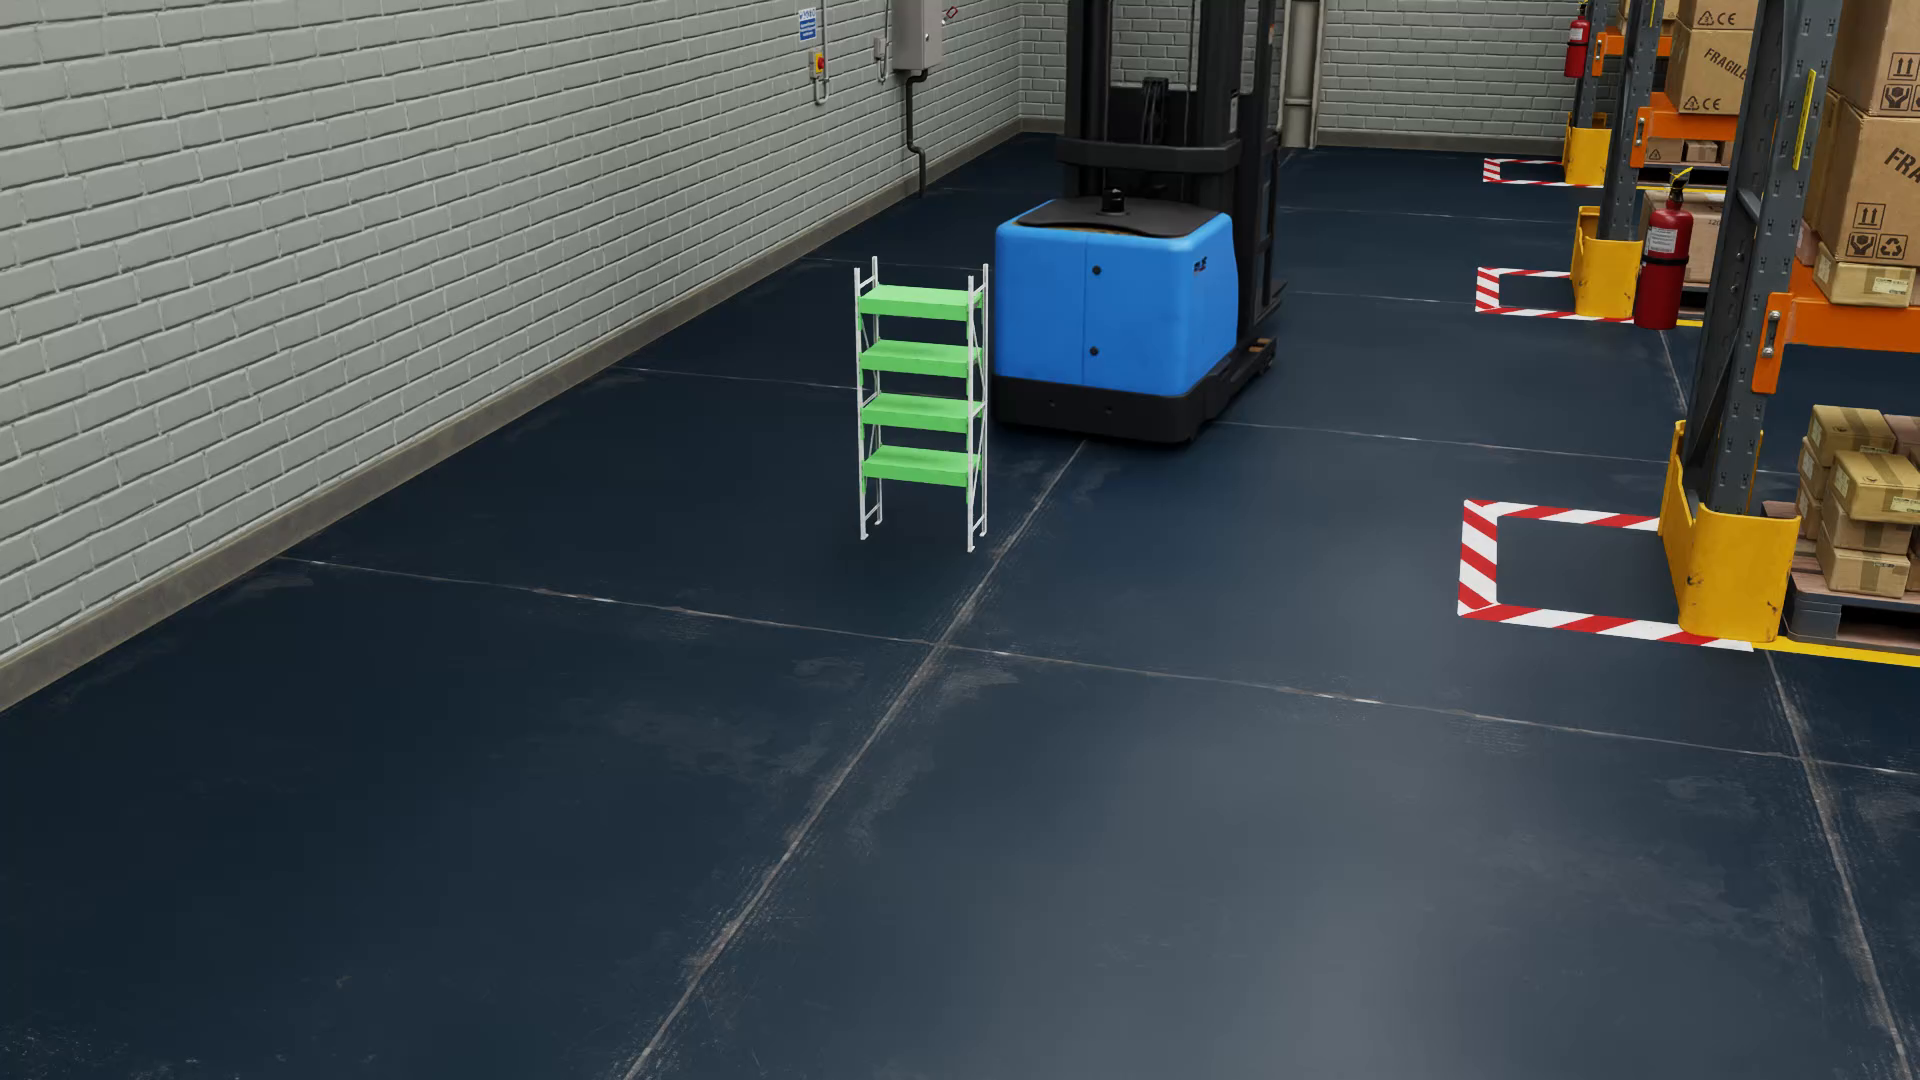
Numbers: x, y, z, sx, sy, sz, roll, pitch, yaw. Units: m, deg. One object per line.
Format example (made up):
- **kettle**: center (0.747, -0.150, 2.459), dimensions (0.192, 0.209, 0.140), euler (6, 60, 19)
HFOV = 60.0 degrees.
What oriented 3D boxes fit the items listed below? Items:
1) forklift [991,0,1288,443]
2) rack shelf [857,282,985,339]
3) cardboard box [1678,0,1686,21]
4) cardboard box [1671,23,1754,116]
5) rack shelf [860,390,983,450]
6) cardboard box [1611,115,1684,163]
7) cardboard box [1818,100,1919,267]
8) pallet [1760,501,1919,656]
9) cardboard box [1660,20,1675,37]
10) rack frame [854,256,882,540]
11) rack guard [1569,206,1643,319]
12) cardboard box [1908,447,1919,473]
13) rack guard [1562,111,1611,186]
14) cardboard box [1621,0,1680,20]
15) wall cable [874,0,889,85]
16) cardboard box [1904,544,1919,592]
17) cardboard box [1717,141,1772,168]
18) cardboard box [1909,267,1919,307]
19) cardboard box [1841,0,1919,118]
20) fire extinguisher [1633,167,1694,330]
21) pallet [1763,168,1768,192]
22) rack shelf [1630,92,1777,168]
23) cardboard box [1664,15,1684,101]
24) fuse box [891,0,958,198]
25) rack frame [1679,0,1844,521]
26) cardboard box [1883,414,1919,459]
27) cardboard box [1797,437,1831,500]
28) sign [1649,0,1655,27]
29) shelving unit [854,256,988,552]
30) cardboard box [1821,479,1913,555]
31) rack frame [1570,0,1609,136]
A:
- **forklift**: center (1.211, -2.362, 9.166), dimensions (1.130, 2.935, 3.031), euler (9, 24, 22)
- **rack shelf**: center (-0.158, -0.958, 6.929), dimensions (0.480, 0.148, 0.258), euler (7, 23, 16)
- **cardboard box**: center (4.896, -3.581, 10.599), dimensions (0.500, 0.500, 0.500), euler (7, 23, 17)
- **cardboard box**: center (4.742, -2.928, 10.324), dimensions (0.500, 0.500, 0.500), euler (6, 23, 15)
- **rack shelf**: center (-0.158, -0.514, 7.111), dimensions (0.480, 0.148, 0.258), euler (7, 23, 16)
- **cardboard box**: center (6.354, -3.780, 15.269), dimensions (0.637, 0.503, 0.797), euler (6, 23, 13)
- **cardboard box**: center (3.383, -1.263, 5.874), dimensions (0.500, 0.500, 0.500), euler (8, 24, 18)
- **pallet**: center (3.873, 0.171, 6.574), dimensions (1.213, 0.211, 1.003), euler (7, 23, 16)
- **cardboard box**: center (6.288, -4.579, 14.813), dimensions (0.250, 0.149, 0.380), euler (7, 23, 17)
- **rack frame**: center (-0.392, -0.600, 7.152), dimensions (0.015, 1.200, 0.240), euler (7, 23, 16)
- **rack guard**: center (4.343, -1.885, 11.206), dimensions (0.348, 0.500, 1.175), euler (7, 23, 16)
- **cardboard box**: center (3.735, -0.212, 6.254), dimensions (0.250, 0.149, 0.380), euler (7, 23, 16)
- **rack guard**: center (5.869, -3.678, 15.577), dimensions (0.348, 0.500, 1.175), euler (7, 23, 16)
- **cardboard box**: center (6.152, -4.763, 14.735), dimensions (0.500, 0.250, 0.500), euler (7, 23, 16)
- **wall cable**: center (-0.641, -4.635, 13.278), dimensions (0.122, 1.984, 0.588), euler (7, 23, 16)
- **cardboard box**: center (3.716, 0.068, 6.354), dimensions (0.250, 0.149, 0.380), euler (6, 23, 15)
- **cardboard box**: center (7.161, -3.671, 15.007), dimensions (0.500, 0.500, 0.700), euler (8, 23, 18)
- **cardboard box**: center (3.504, -0.945, 5.953), dimensions (0.250, 0.149, 0.380), euler (7, 23, 17)
- **cardboard box**: center (3.386, -1.730, 5.693), dimensions (0.500, 0.500, 0.500), euler (6, 23, 15)
- **fire extinguisher**: center (2.925, -1.216, 6.875), dimensions (0.183, 0.674, 0.296), euler (7, 23, 16)
- **pallet**: center (7.796, -3.322, 15.092), dimensions (1.213, 0.211, 1.003), euler (7, 23, 16)
- **rack shelf**: center (6.280, -2.487, 10.327), dimensions (4.000, 0.370, 1.077), euler (7, 23, 16)
- **cardboard box**: center (4.904, -3.128, 10.812), dimensions (0.500, 0.500, 0.500), euler (7, 23, 16)
- **fuse box**: center (-0.293, -3.799, 14.278), dimensions (0.414, 1.711, 0.539), euler (7, 23, 16)
- **rack frame**: center (3.033, -1.229, 6.314), dimensions (0.127, 3.000, 1.000), euler (7, 23, 16)
- **cardboard box**: center (3.837, -0.365, 6.627), dimensions (0.250, 0.149, 0.380), euler (7, 23, 17)
- **cardboard box**: center (3.620, -0.288, 6.830), dimensions (0.250, 0.149, 0.380), euler (6, 23, 14)
- **sign**: center (4.200, -3.275, 10.056), dimensions (0.005, 0.325, 0.100), euler (7, 23, 16)
- **shelving unit**: center (-0.158, -0.573, 7.087), dimensions (0.503, 1.200, 0.258), euler (7, 23, 16)
- **cardboard box**: center (3.460, -0.091, 6.351), dimensions (0.250, 0.149, 0.380), euler (8, 23, 18)
- **rack frame**: center (5.796, -4.842, 15.123), dimensions (0.127, 3.000, 1.000), euler (7, 23, 16)
